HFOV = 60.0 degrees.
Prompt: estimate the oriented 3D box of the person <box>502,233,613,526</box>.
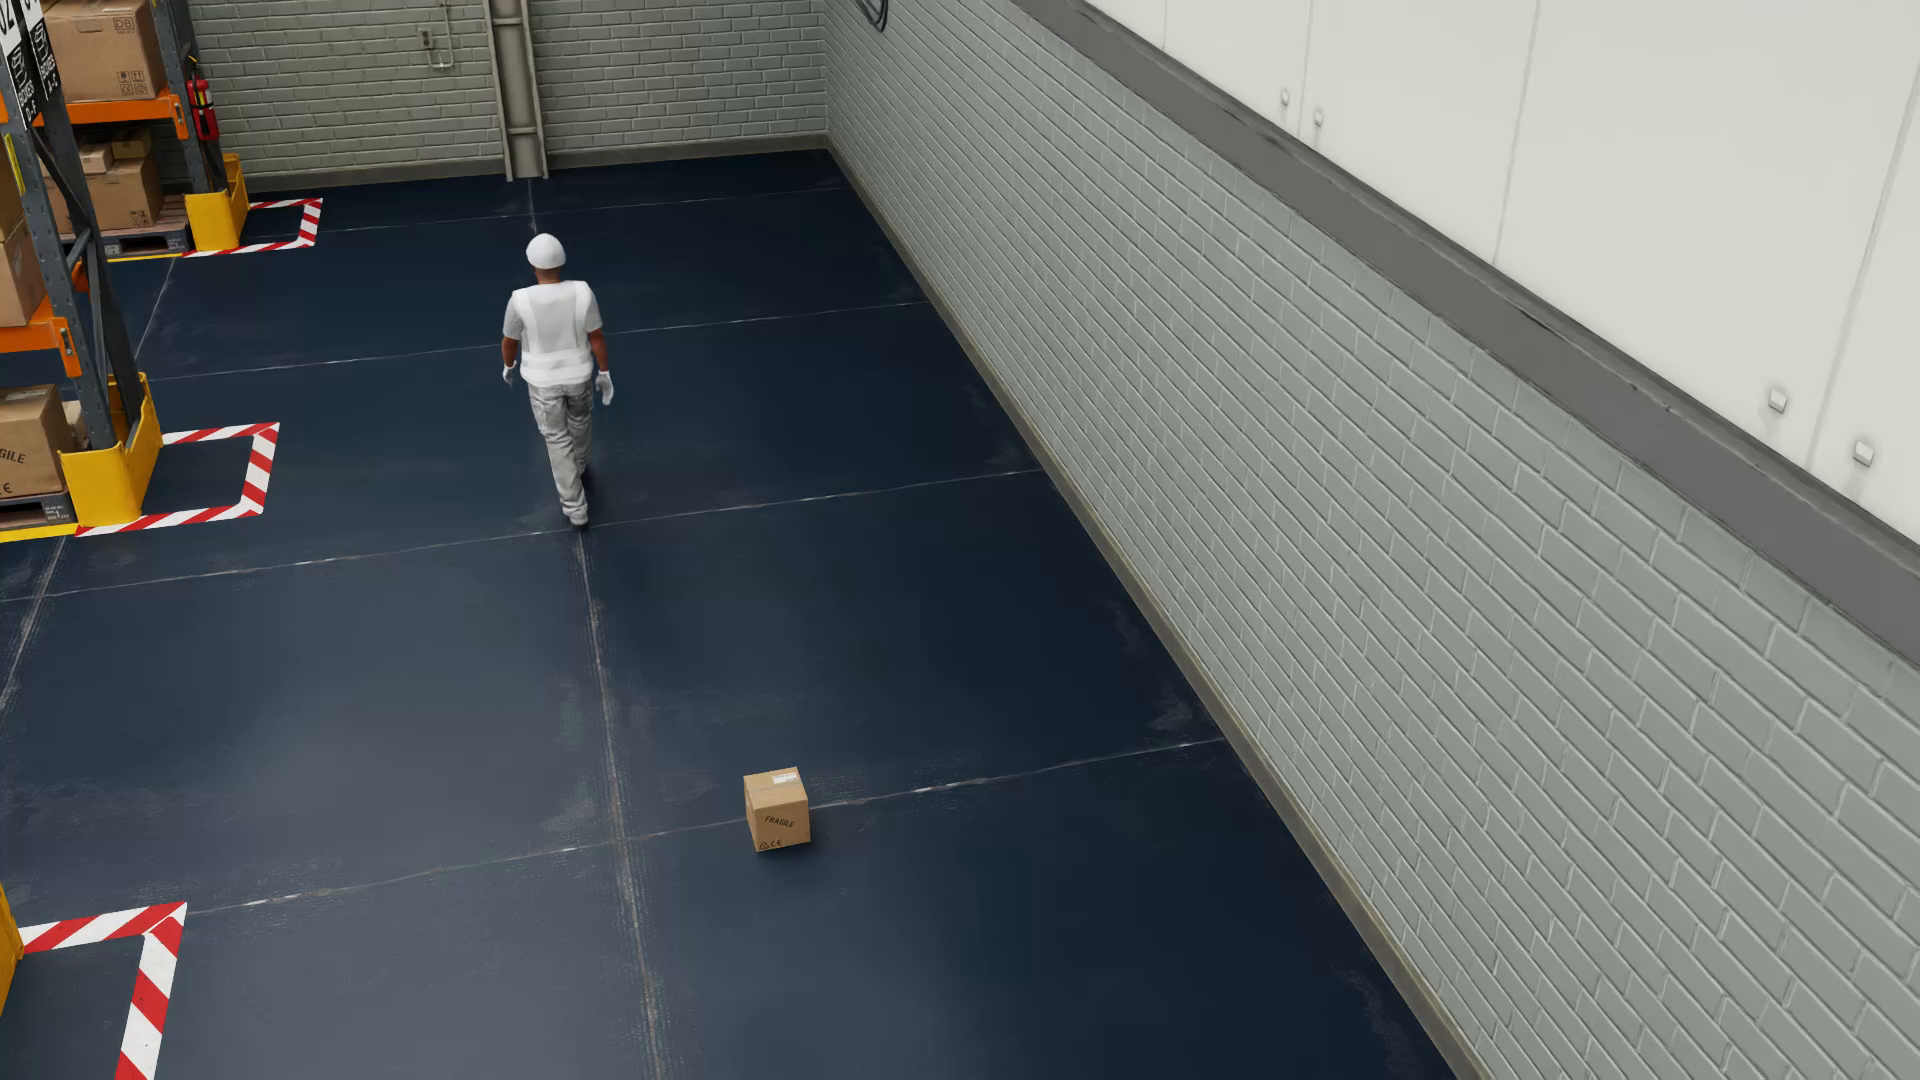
[{"bbox_3d":[-2.457,-1.055,10.014,0.580,1.737,0.951,-14,33,-22],"label":"person"}]
